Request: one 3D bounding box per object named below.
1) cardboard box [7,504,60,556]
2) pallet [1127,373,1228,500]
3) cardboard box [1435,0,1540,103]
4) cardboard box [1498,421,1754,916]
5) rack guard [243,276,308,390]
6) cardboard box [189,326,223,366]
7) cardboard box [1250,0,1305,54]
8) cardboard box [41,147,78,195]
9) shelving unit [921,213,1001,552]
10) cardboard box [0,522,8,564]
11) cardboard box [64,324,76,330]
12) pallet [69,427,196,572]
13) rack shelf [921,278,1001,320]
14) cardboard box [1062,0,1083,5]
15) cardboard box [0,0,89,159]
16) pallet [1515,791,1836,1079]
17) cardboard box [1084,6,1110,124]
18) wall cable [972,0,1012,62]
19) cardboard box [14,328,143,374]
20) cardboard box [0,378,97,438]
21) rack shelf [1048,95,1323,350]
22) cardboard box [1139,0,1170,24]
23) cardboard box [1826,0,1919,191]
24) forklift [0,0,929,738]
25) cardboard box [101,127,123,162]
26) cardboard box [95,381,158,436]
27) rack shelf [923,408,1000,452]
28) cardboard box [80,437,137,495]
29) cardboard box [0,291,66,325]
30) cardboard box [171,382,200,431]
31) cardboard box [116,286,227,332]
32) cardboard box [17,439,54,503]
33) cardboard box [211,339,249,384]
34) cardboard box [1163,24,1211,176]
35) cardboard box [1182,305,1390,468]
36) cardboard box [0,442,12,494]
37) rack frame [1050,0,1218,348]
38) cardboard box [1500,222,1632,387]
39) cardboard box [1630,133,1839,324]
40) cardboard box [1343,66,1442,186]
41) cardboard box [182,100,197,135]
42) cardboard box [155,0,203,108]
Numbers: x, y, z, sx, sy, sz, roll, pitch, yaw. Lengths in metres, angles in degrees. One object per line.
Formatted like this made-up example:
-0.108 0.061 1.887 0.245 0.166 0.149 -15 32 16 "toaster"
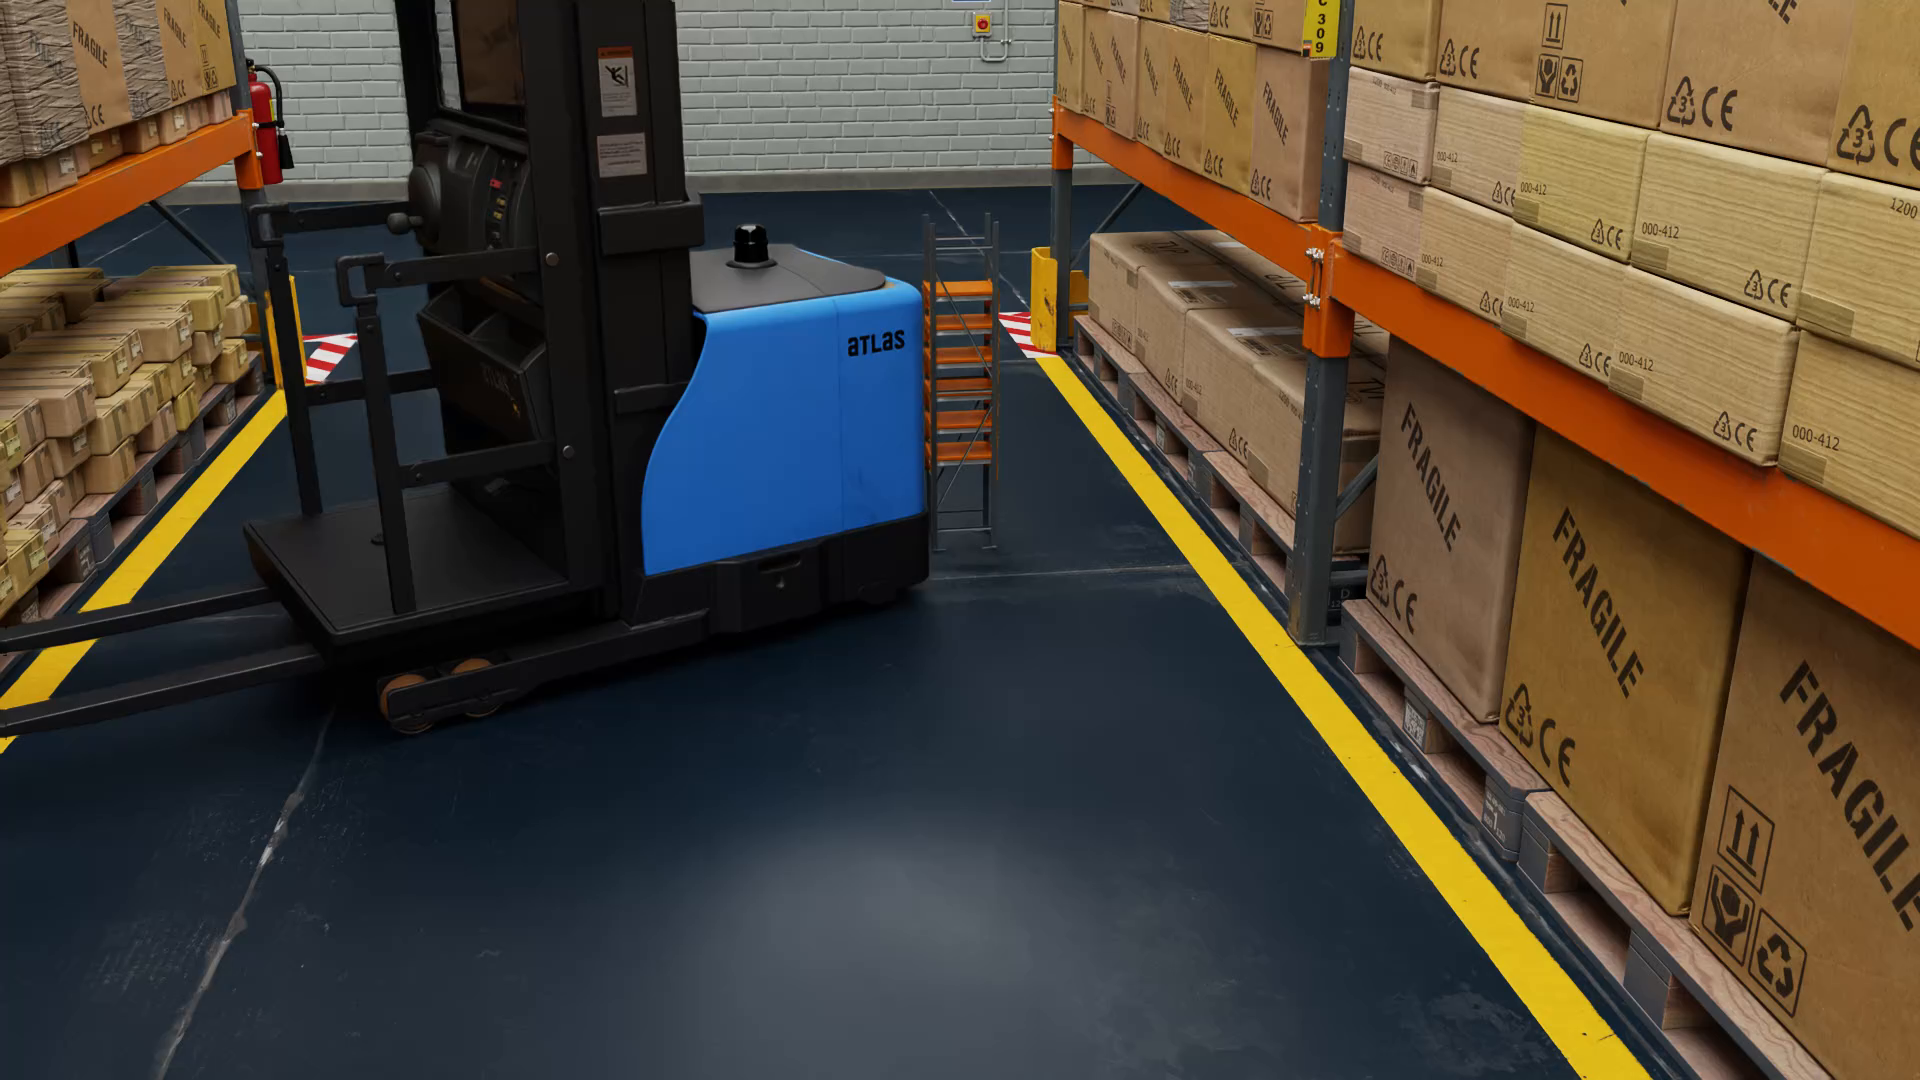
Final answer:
-3.181 0.001 5.401 0.380 0.149 0.250 -3 21 -8 "cardboard box"
1.352 -0.489 7.224 1.003 0.211 1.213 -3 21 -8 "pallet"
1.443 -1.278 3.780 0.500 0.500 0.500 -3 21 -8 "cardboard box"
1.870 0.217 3.785 0.875 0.875 0.875 -2 21 -6 "cardboard box"
-3.886 -1.008 8.200 1.175 0.500 0.348 -3 21 -8 "rack guard"
-3.462 -0.857 7.274 0.380 0.149 0.250 -4 21 -10 "cardboard box"
1.222 -1.769 5.095 0.500 0.500 0.500 -3 21 -8 "cardboard box"
-3.275 -1.271 5.690 0.380 0.149 0.250 -2 21 -5 "cardboard box"
0.002 -0.557 5.993 0.258 1.200 0.189 -3 21 -8 "shelving unit"
-3.056 0.038 4.878 0.380 0.149 0.250 -2 21 -5 "cardboard box"
-3.969 -0.833 7.209 0.380 0.149 0.250 -3 21 -7 "cardboard box"
-3.631 -0.168 6.364 1.003 0.211 1.213 -3 21 -8 "pallet"
0.002 -0.853 5.882 0.258 0.103 0.180 -3 21 -8 "rack shelf"
0.774 -2.824 7.919 0.500 0.500 0.500 -3 21 -9 "cardboard box"
-3.258 -1.538 5.478 0.500 0.500 0.500 -3 21 -9 "cardboard box"
1.928 0.888 3.536 1.003 0.211 1.213 -3 21 -8 "pallet"
0.872 -2.182 7.629 0.500 0.500 0.500 -3 21 -9 "cardboard box"
0.151 -4.931 13.636 0.585 1.953 0.123 -3 21 -8 "wall cable"
-3.431 -0.721 6.485 0.380 0.149 0.250 -4 21 -10 "cardboard box"
-3.247 -0.455 5.770 0.380 0.149 0.250 -2 21 -7 "cardboard box"
1.275 -1.460 6.867 1.077 0.370 4.000 -3 21 -8 "rack shelf"
1.010 -2.295 6.503 0.500 0.500 0.500 -3 21 -8 "cardboard box"
1.659 -0.750 2.366 0.500 0.500 0.500 -3 21 -8 "cardboard box"
-1.612 -1.030 4.786 3.031 2.935 1.130 -13 24 -32 "forklift"
-3.472 -1.538 6.407 0.380 0.149 0.250 -4 21 -10 "cardboard box"
-3.289 -0.495 6.304 0.380 0.149 0.250 -3 21 -7 "cardboard box"
0.002 -0.403 6.050 0.258 0.103 0.180 -3 21 -8 "rack shelf"
-3.282 -0.271 6.129 0.380 0.149 0.250 -3 21 -9 "cardboard box"
-4.089 -0.963 7.132 0.380 0.149 0.250 -3 21 -8 "cardboard box"
-3.377 -0.545 6.862 0.380 0.149 0.250 -4 21 -10 "cardboard box"
-3.428 -1.001 7.234 0.380 0.149 0.250 -3 21 -9 "cardboard box"
-3.288 -0.222 5.572 0.380 0.149 0.250 -4 21 -11 "cardboard box"
-3.478 -0.811 7.574 0.380 0.149 0.250 -2 21 -6 "cardboard box"
1.077 -1.651 6.205 0.500 0.500 0.500 -3 21 -9 "cardboard box"
1.449 -0.634 6.688 0.875 0.438 0.875 -4 21 -9 "cardboard box"
-3.146 -0.188 5.057 0.380 0.149 0.250 -2 21 -5 "cardboard box"
0.987 -2.490 8.595 1.000 3.000 0.127 -3 21 -8 "rack frame"
1.500 -0.512 3.513 0.500 0.250 0.500 -3 21 -8 "cardboard box"
1.572 -0.572 2.960 0.500 0.250 0.500 -4 21 -9 "cardboard box"
1.348 -1.102 4.380 0.500 0.250 0.500 -4 21 -9 "cardboard box"
-3.521 -1.815 7.147 0.380 0.149 0.250 -3 21 -8 "cardboard box"
-3.509 -2.070 6.903 0.500 0.500 0.500 -3 21 -9 "cardboard box"
